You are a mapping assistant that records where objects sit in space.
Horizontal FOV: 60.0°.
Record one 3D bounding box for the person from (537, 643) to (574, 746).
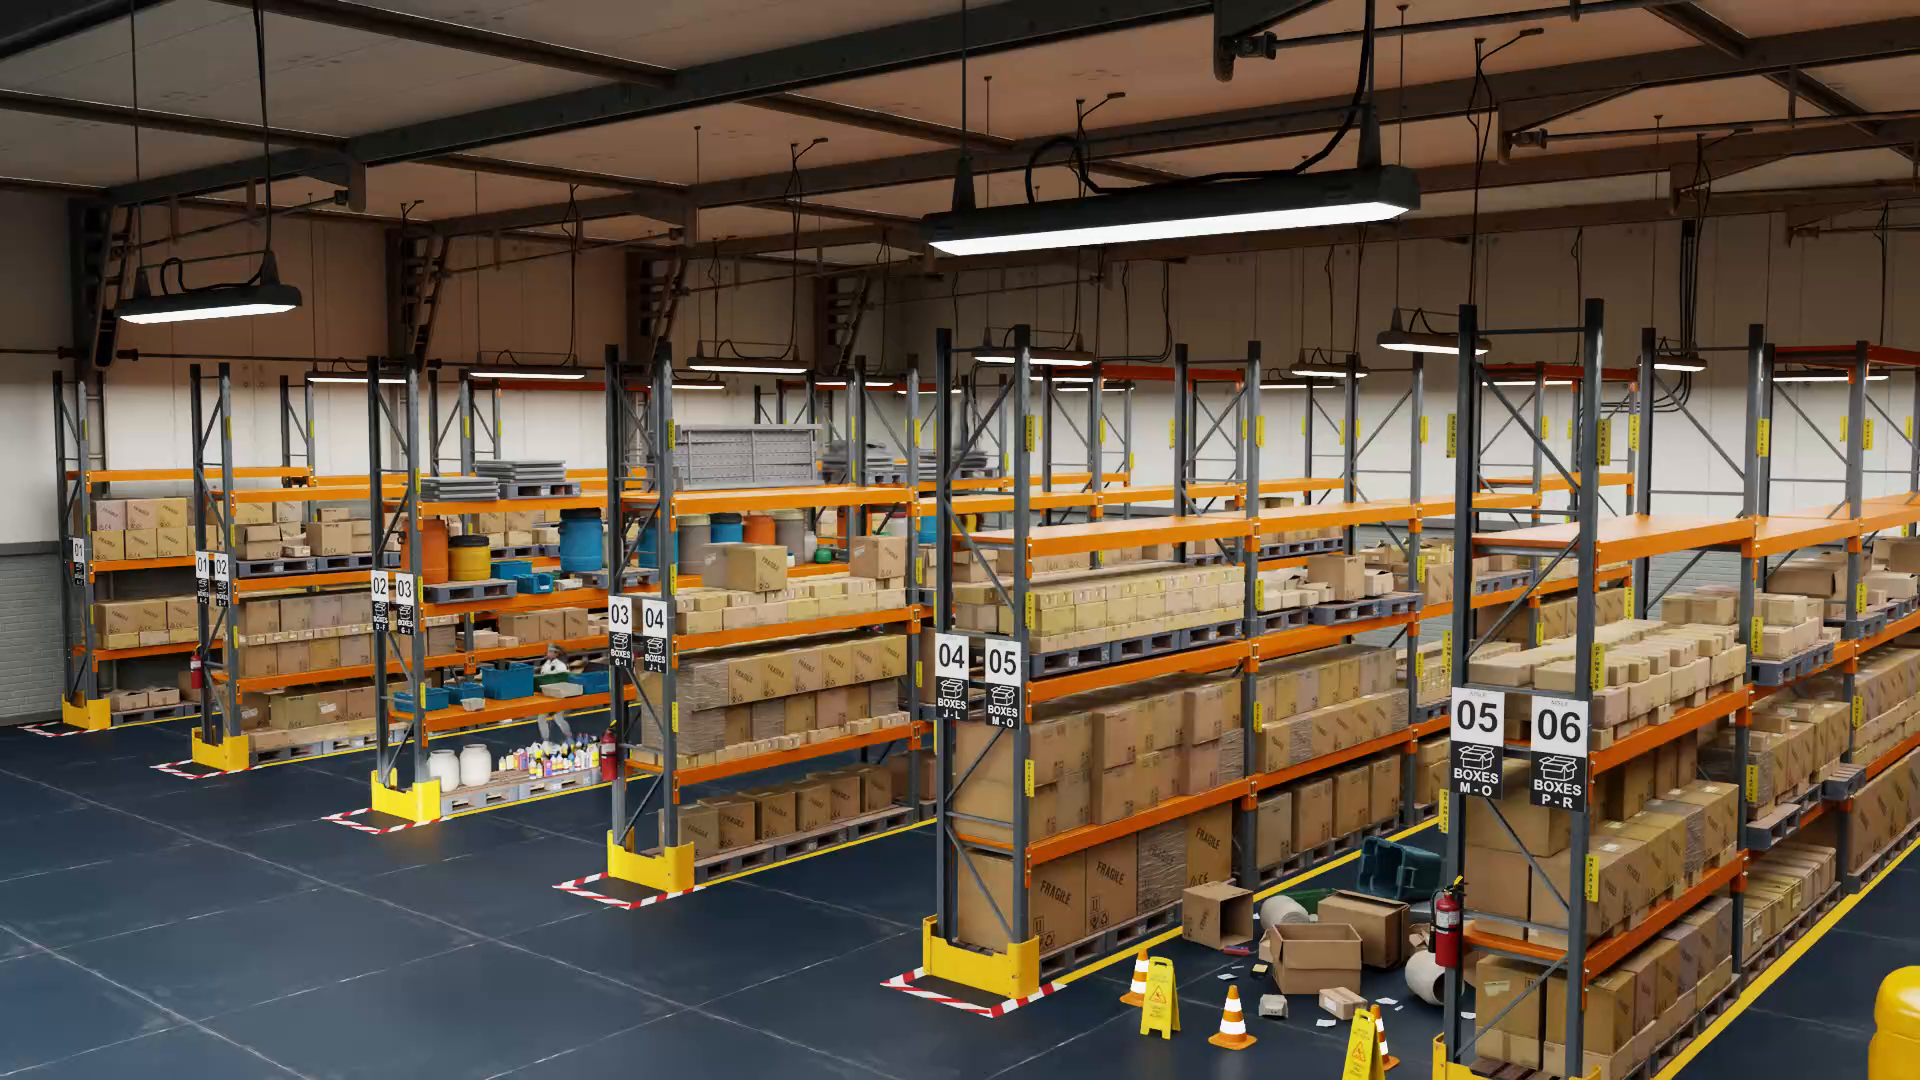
[{"bbox_3d":[-6.326,2.461,25.854,0.595,1.754,0.688,2,5,29],"label":"person"}]
